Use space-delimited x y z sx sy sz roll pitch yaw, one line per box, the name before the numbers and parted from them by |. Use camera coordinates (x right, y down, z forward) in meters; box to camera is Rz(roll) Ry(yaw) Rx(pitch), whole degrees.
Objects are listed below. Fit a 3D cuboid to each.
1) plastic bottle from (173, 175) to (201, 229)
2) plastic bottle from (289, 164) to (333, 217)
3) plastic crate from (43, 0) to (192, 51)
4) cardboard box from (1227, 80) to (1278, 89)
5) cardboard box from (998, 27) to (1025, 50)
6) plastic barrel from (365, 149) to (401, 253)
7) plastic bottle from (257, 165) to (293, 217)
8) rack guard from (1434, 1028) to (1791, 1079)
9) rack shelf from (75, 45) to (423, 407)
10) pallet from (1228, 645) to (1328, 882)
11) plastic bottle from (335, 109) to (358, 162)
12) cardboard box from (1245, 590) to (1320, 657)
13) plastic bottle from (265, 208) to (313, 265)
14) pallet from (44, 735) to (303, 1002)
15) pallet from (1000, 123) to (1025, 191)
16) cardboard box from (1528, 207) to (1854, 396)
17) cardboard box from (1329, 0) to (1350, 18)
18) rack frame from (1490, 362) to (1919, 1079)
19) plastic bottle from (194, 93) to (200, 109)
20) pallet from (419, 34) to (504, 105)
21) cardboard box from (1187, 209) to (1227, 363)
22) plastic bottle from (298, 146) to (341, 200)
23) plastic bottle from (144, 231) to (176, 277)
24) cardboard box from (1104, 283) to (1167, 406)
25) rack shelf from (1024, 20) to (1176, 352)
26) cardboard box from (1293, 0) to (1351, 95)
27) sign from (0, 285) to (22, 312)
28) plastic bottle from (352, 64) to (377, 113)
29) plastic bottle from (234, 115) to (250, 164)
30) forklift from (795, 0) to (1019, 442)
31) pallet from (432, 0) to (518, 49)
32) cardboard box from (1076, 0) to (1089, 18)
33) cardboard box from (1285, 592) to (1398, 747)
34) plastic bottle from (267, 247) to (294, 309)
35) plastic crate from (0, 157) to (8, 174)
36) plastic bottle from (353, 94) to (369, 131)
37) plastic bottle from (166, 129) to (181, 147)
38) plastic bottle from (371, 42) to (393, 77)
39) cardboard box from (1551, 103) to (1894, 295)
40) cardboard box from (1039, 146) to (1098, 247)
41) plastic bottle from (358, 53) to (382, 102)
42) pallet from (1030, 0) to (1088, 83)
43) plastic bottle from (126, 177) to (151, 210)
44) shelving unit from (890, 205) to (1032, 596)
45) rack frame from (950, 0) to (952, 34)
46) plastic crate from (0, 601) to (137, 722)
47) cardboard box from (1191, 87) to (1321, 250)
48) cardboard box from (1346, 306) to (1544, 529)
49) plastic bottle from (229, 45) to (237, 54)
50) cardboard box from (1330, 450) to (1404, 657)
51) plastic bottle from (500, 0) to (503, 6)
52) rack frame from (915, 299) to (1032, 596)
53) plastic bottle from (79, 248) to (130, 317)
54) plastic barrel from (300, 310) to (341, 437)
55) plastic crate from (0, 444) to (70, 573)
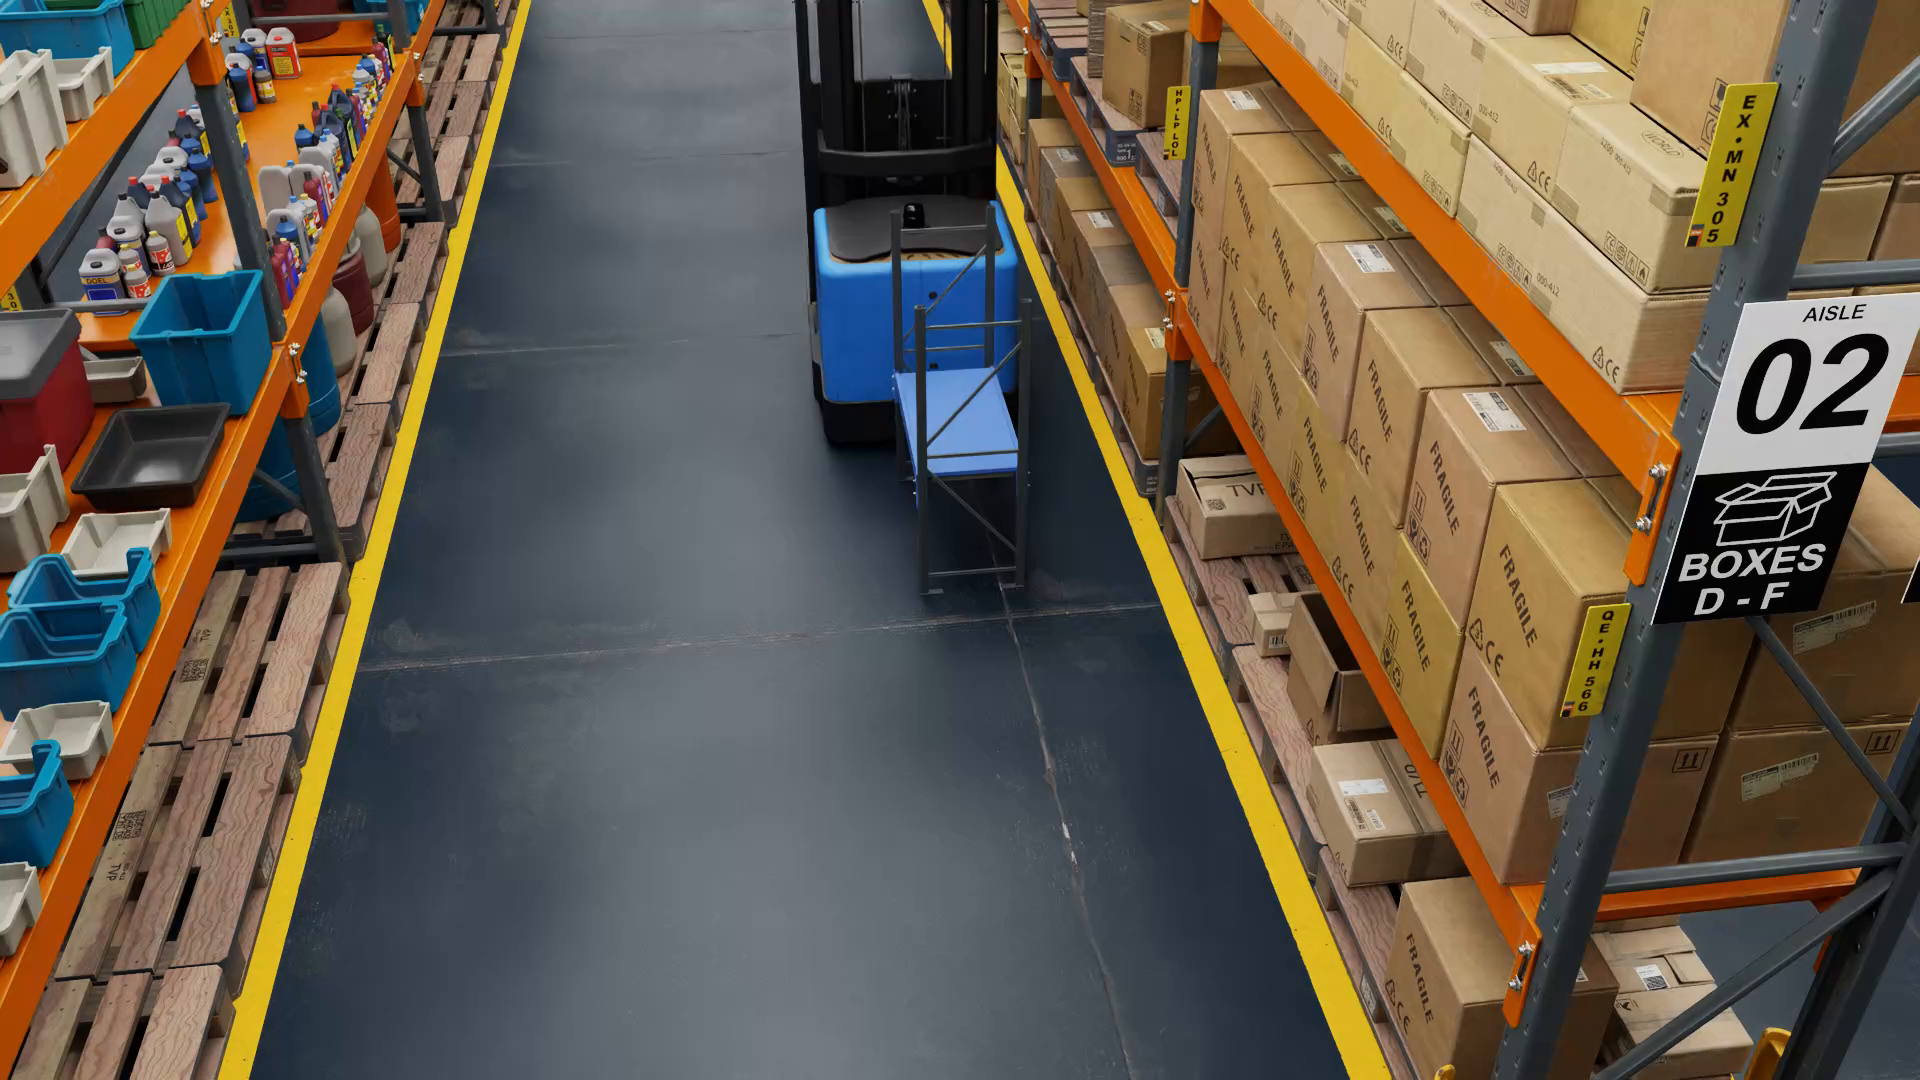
plastic bottle | -3.788 -1.645 8.115 0.097 0.271 0.097 0 34 0
plastic bottle | -3.228 -1.750 8.265 0.152 0.276 0.135 -4 35 -6
plastic crate | -3.063 -1.936 5.952 0.450 0.188 0.662 -4 35 -6
cardboard box | 1.648 -1.867 7.864 0.700 0.500 0.500 -16 37 -22
cardboard box | 0.496 -3.717 12.612 0.500 0.311 0.500 -5 35 -7
plastic barrel | -3.874 -2.235 10.420 0.600 0.830 0.708 -4 35 -6
plastic bottle | -3.379 -1.739 8.248 0.152 0.276 0.135 -4 35 -6
rack guard | 2.017 1.852 5.089 1.175 0.500 0.348 -4 35 -6
rack shelf | -3.688 -1.817 8.891 1.077 0.370 4.000 -4 35 -6
pallet | 1.748 0.847 6.820 1.003 0.211 1.213 -4 35 -6
plastic bottle | -3.283 -2.173 8.879 0.061 0.283 0.133 -4 35 -6
cardboard box | 1.458 0.351 7.197 0.380 0.166 0.250 -4 35 -6
plastic bottle | -3.153 -1.438 7.807 0.152 0.276 0.135 -4 35 -6
pallet | -3.115 1.244 6.237 1.003 0.211 1.213 -4 35 -6
pallet | 0.880 -2.913 12.337 1.003 0.211 1.213 -4 35 -6
cardboard box | 1.697 -0.583 3.912 0.500 0.250 0.500 -4 35 -6
cardboard box | 1.434 -1.906 5.409 0.500 0.250 0.500 -4 35 -6
rack frame | 2.028 0.861 4.323 1.000 3.000 0.127 -4 35 -6
plastic bottle | -4.109 -2.268 9.017 0.061 0.283 0.133 -4 35 -6
pallet | -4.351 -3.875 13.748 1.003 0.211 1.213 -4 35 -6
cardboard box | 1.288 -1.107 7.122 0.500 0.500 0.500 -4 34 -5
plastic bottle | -3.260 -1.880 8.455 0.152 0.276 0.135 -4 35 -6
plastic bottle | -3.721 -1.335 7.722 0.097 0.201 0.097 0 34 0
cardboard box | 1.081 -1.050 8.956 0.500 0.500 0.500 -4 35 -6
rack shelf | 1.221 -2.190 9.438 1.077 0.370 4.000 -4 35 -6
cardboard box | 1.439 -1.700 5.551 0.500 0.250 0.500 -4 35 -6
sign | -3.965 -1.072 6.913 0.100 0.325 0.005 -4 35 -6
plastic bottle | -3.399 -2.572 9.474 0.097 0.271 0.097 0 34 0
plastic bottle | -3.883 -2.167 8.810 0.144 0.351 0.185 -4 35 -6
forklift | -0.366 -2.548 9.386 1.130 2.935 3.031 -4 34 -5
pallet | -4.544 -4.688 14.941 1.003 0.211 1.213 -4 35 -6
cardboard box | 1.148 -3.475 10.224 0.700 0.500 0.500 -16 37 -22
cardboard box | 1.747 0.527 6.639 0.797 0.503 0.637 -4 35 -6
plastic bottle | -3.046 -1.187 7.431 0.061 0.283 0.133 -4 35 -6
plastic crate | -2.814 -0.853 4.230 0.504 0.338 0.767 -4 35 -6
plastic bottle | -3.360 -2.380 9.255 0.097 0.201 0.097 0 34 0
plastic bottle | -4.035 -1.961 8.567 0.061 0.283 0.133 -4 35 -6
plastic bottle | -3.483 -2.889 10.002 0.097 0.201 0.097 0 34 0
cardboard box | 1.706 -0.790 3.772 0.500 0.250 0.500 -4 35 -6
cardboard box | 0.806 -2.185 10.621 0.500 0.500 0.500 -6 35 -8
plastic bottle | -3.425 -2.680 9.634 0.097 0.271 0.097 0 34 0
pallet | 1.112 -3.151 10.380 1.213 0.211 1.003 -4 35 -6
plastic bottle | -3.892 -1.569 7.932 0.144 0.351 0.185 -4 35 -6
shelving unit | -0.011 -0.667 7.897 0.538 1.500 1.048 -4 35 -6
rack frame | 0.414 -5.835 14.149 1.000 3.000 0.127 -4 35 -6
plastic crate | -2.765 0.381 5.122 0.416 0.233 0.300 -4 35 -6
cardboard box | 1.274 -1.541 6.871 0.500 0.500 0.500 -4 34 -5
cardboard box | 1.552 -0.392 5.185 0.500 0.500 0.500 -3 34 -5
plastic bottle | -4.220 -2.729 9.694 0.061 0.283 0.133 -4 35 -6
cardboard box | 1.563 0.022 5.465 0.500 0.500 0.500 -4 34 -6
plastic bottle | -4.174 -4.908 14.816 0.152 0.276 0.135 -3 34 -5
rack frame | 0.057 -0.384 7.481 0.500 1.500 0.032 -4 35 -6
plastic bottle | -3.793 -1.142 7.372 0.152 0.276 0.135 -4 35 -6
plastic barrel | -3.571 -1.004 8.551 0.600 0.901 0.708 -4 35 -6
plastic crate | -3.396 -0.108 5.796 0.437 0.282 0.530 -4 35 -6
